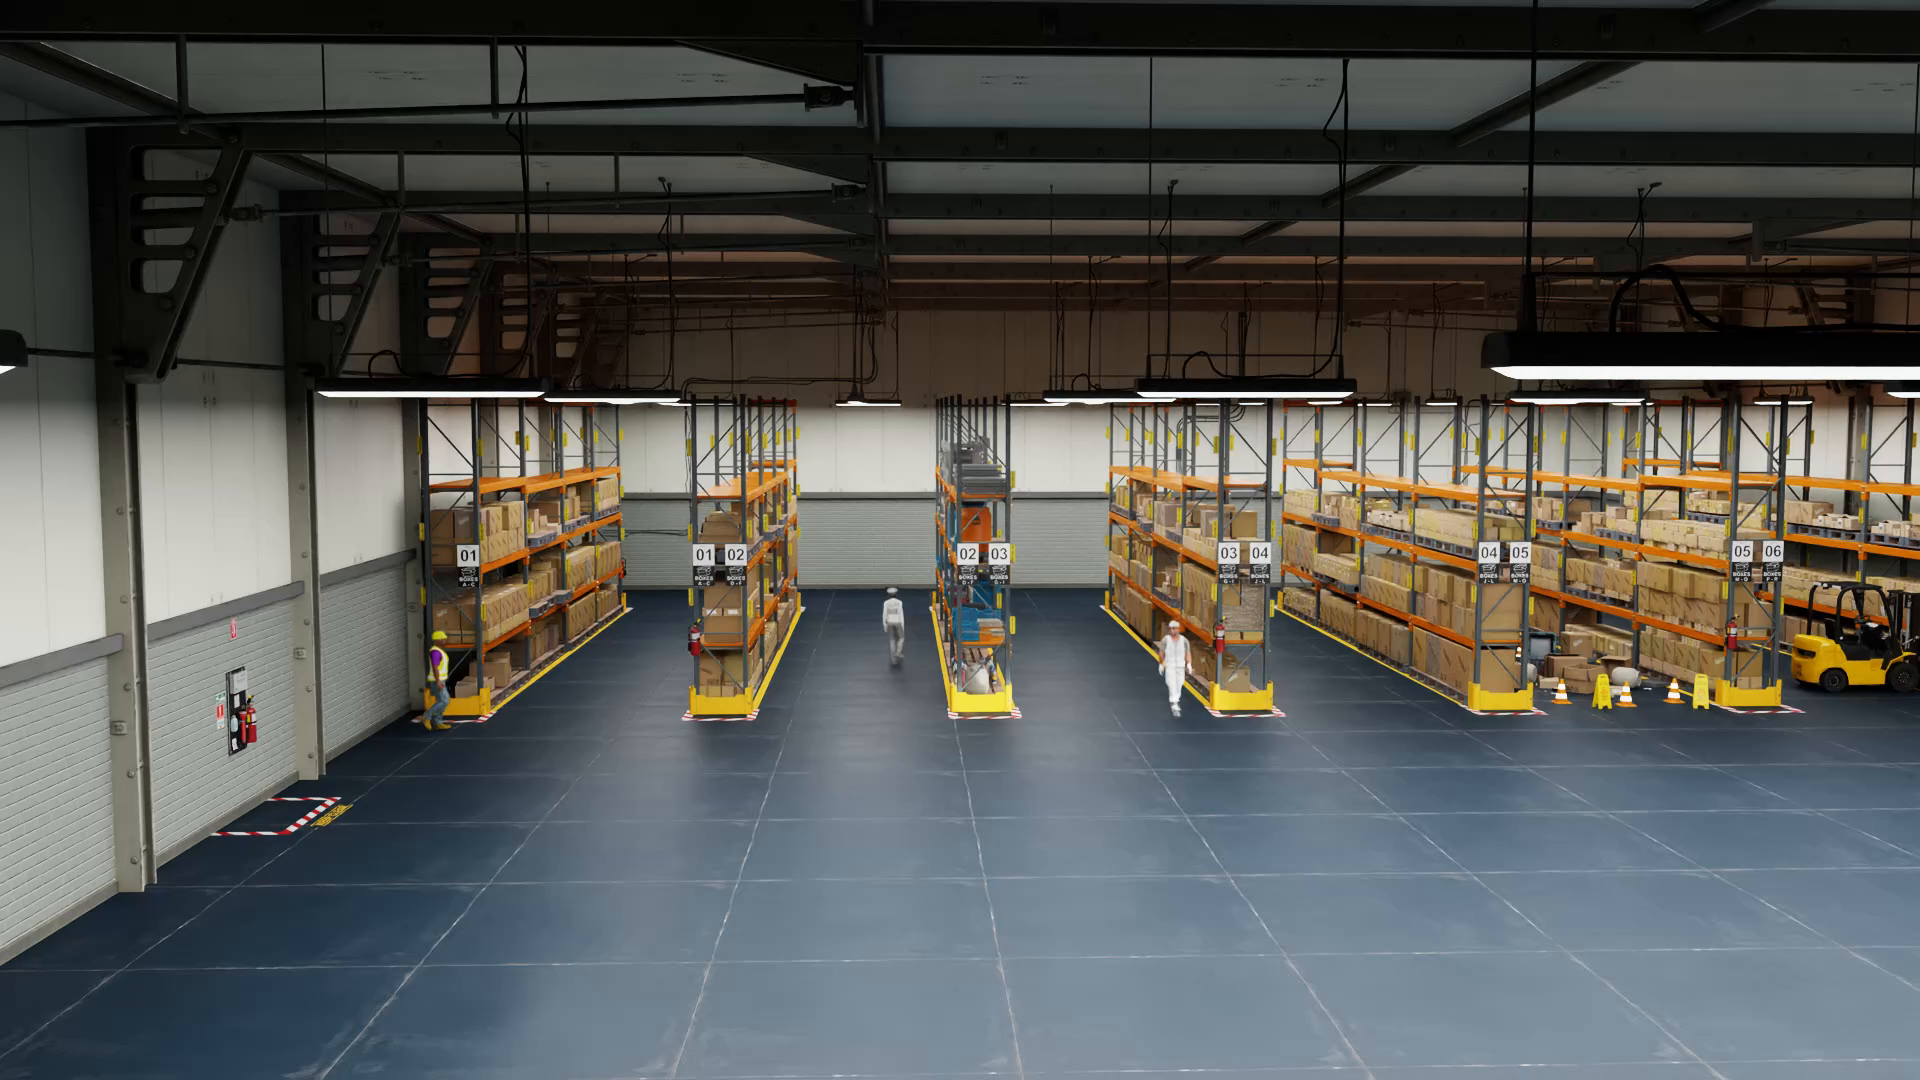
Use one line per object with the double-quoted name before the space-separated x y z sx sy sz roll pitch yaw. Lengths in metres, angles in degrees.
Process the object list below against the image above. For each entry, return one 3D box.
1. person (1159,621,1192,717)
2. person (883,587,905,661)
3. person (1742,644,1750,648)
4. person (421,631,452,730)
"person" 4.031 2.382 30.987 0.565 1.744 0.978 0 5 -4
"person" -1.496 1.911 37.644 0.528 1.663 0.472 0 5 5
"person" 17.848 1.874 37.991 0.514 1.813 0.624 -1 5 -12
"person" -9.319 2.500 29.545 0.504 1.765 0.597 -1 5 -8
